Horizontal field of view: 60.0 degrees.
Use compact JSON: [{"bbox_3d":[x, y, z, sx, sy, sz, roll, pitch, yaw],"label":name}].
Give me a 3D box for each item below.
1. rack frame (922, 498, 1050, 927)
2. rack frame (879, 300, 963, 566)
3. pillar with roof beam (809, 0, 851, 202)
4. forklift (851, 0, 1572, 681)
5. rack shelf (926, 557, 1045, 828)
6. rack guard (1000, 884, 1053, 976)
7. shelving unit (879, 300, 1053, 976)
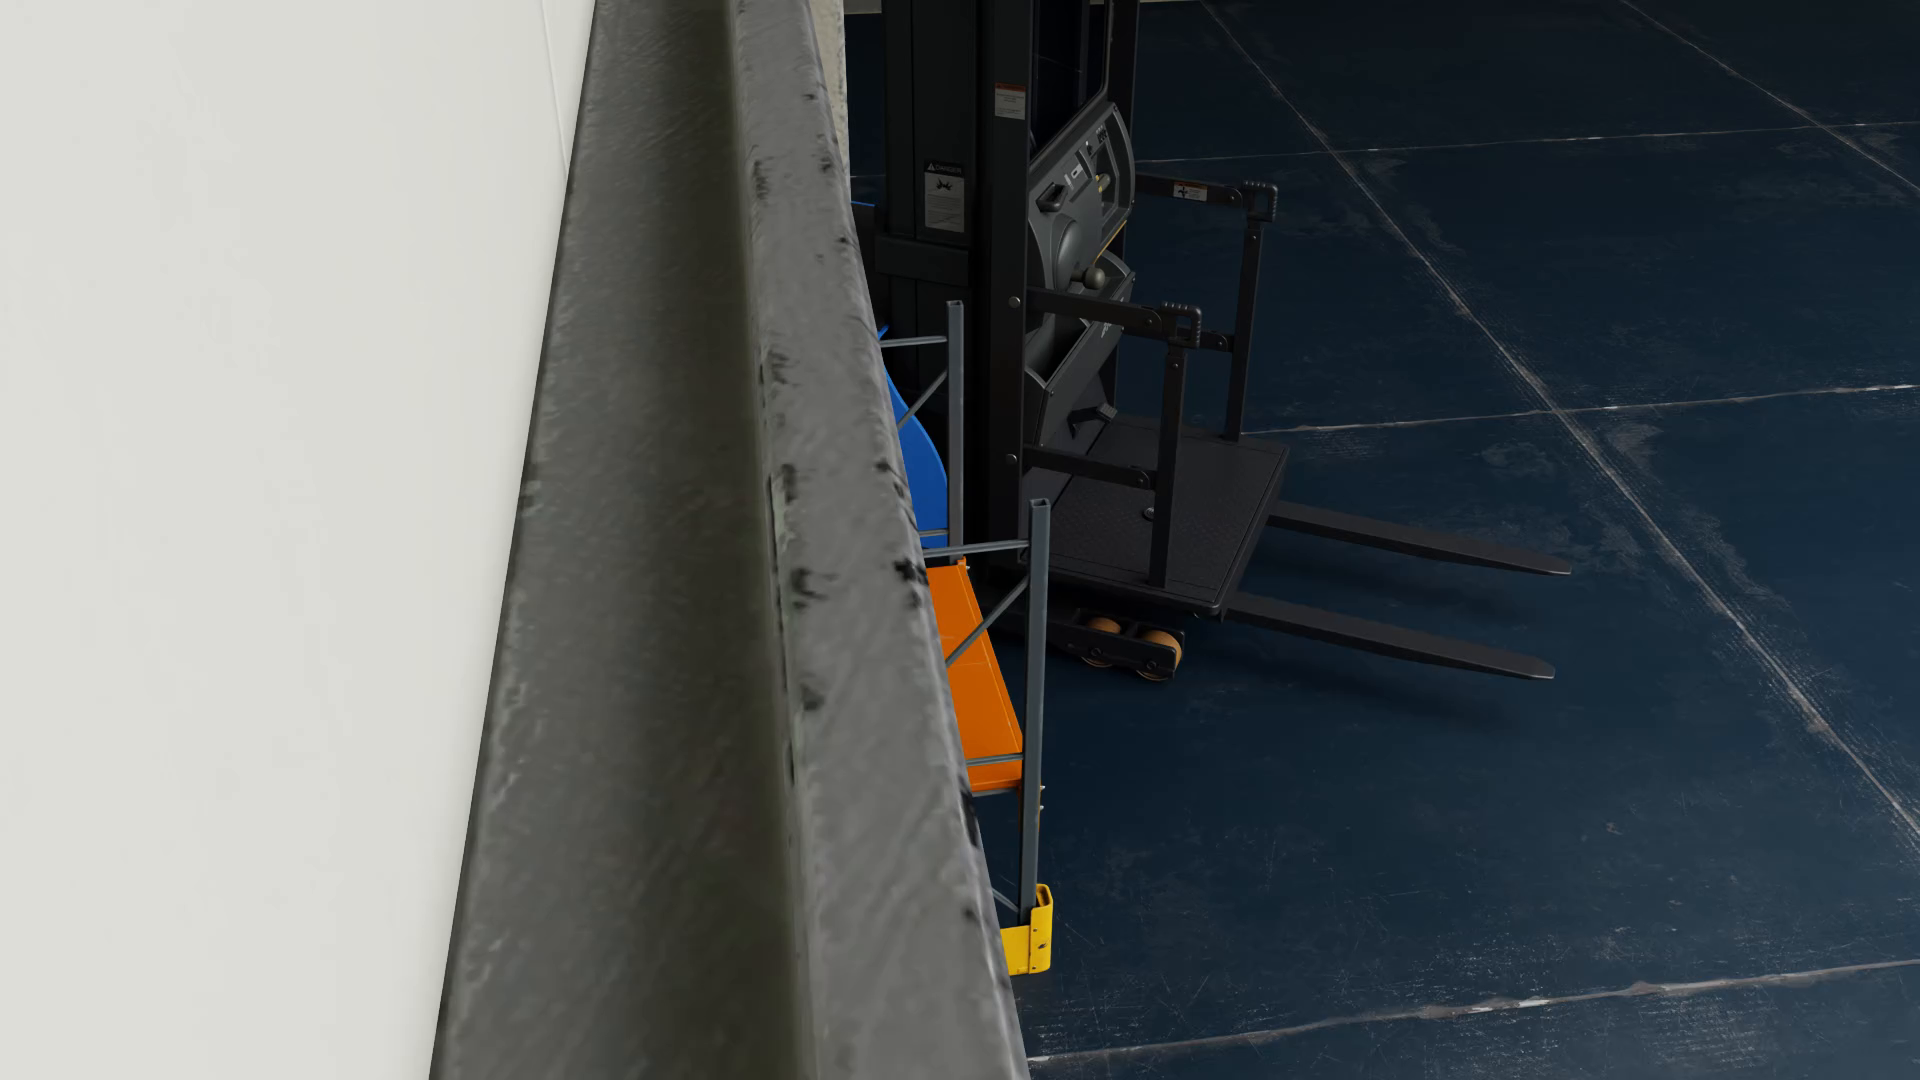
[{"bbox_3d":[-0.047,0.561,4.095,0.500,1.500,0.032,-6,35,-9],"label":"rack frame"},{"bbox_3d":[-0.239,-0.001,4.920,0.500,1.500,0.032,-6,35,-9],"label":"rack frame"},{"bbox_3d":[3.909,-2.664,2.168,9.100,9.000,0.400,-4,35,-6],"label":"pillar with roof beam"},{"bbox_3d":[0.578,-1.081,5.234,3.031,2.935,1.130,13,36,18],"label":"forklift"},{"bbox_3d":[-0.143,0.428,4.609,0.538,0.185,1.000,-6,35,-9],"label":"rack shelf"},{"bbox_3d":[-0.047,1.077,4.448,0.587,0.250,0.087,-6,35,-9],"label":"rack guard"},{"bbox_3d":[-0.141,0.285,4.500,0.587,1.500,1.083,-6,35,-9],"label":"shelving unit"}]
